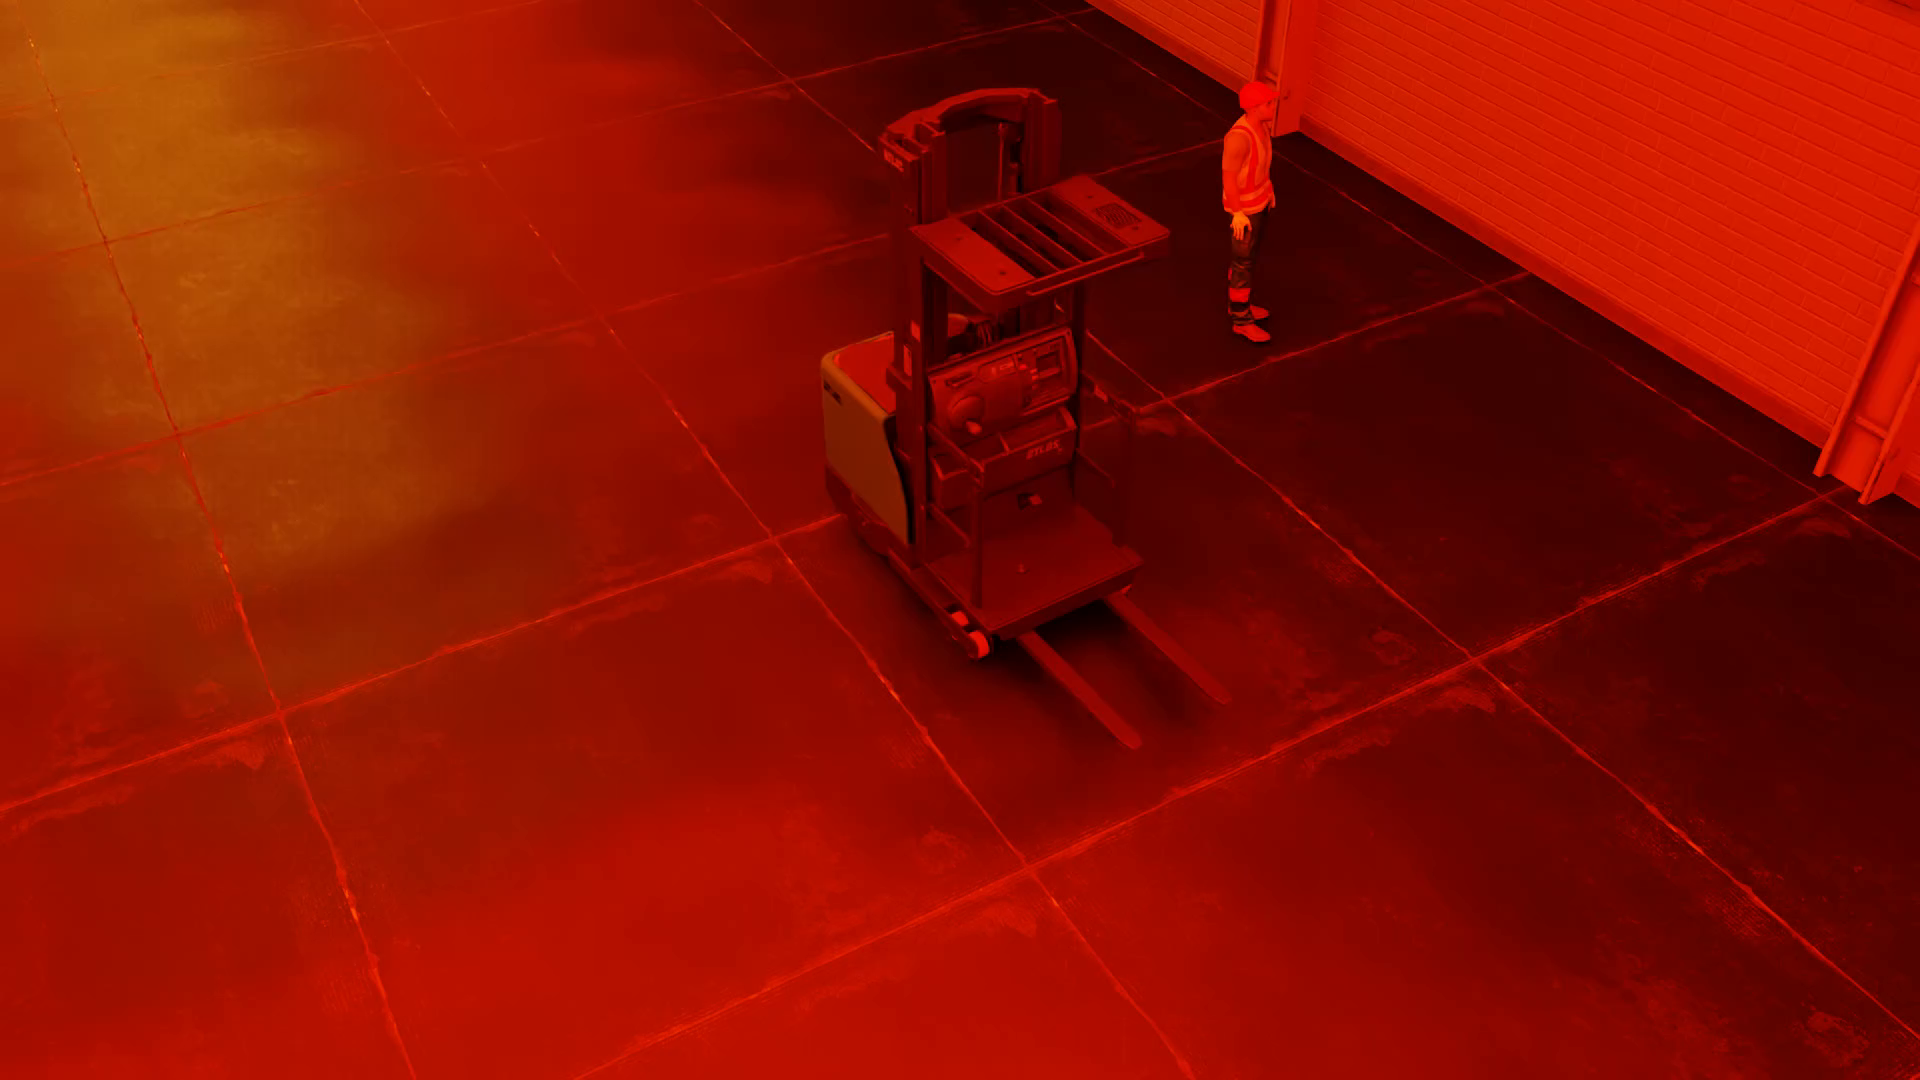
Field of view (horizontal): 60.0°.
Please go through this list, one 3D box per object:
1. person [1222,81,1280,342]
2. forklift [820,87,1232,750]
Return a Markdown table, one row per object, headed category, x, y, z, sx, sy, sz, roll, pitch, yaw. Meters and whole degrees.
| category | x | y | z | sx | sy | sz | roll | pitch | yaw |
| --- | --- | --- | --- | --- | --- | --- | --- | --- | --- |
| person | 2.112 | -2.342 | 11.743 | 0.565 | 1.787 | 0.639 | 19 | 43 | 21 |
| forklift | 0.362 | -0.792 | 8.991 | 1.130 | 2.935 | 3.031 | -22 | 45 | -25 |
